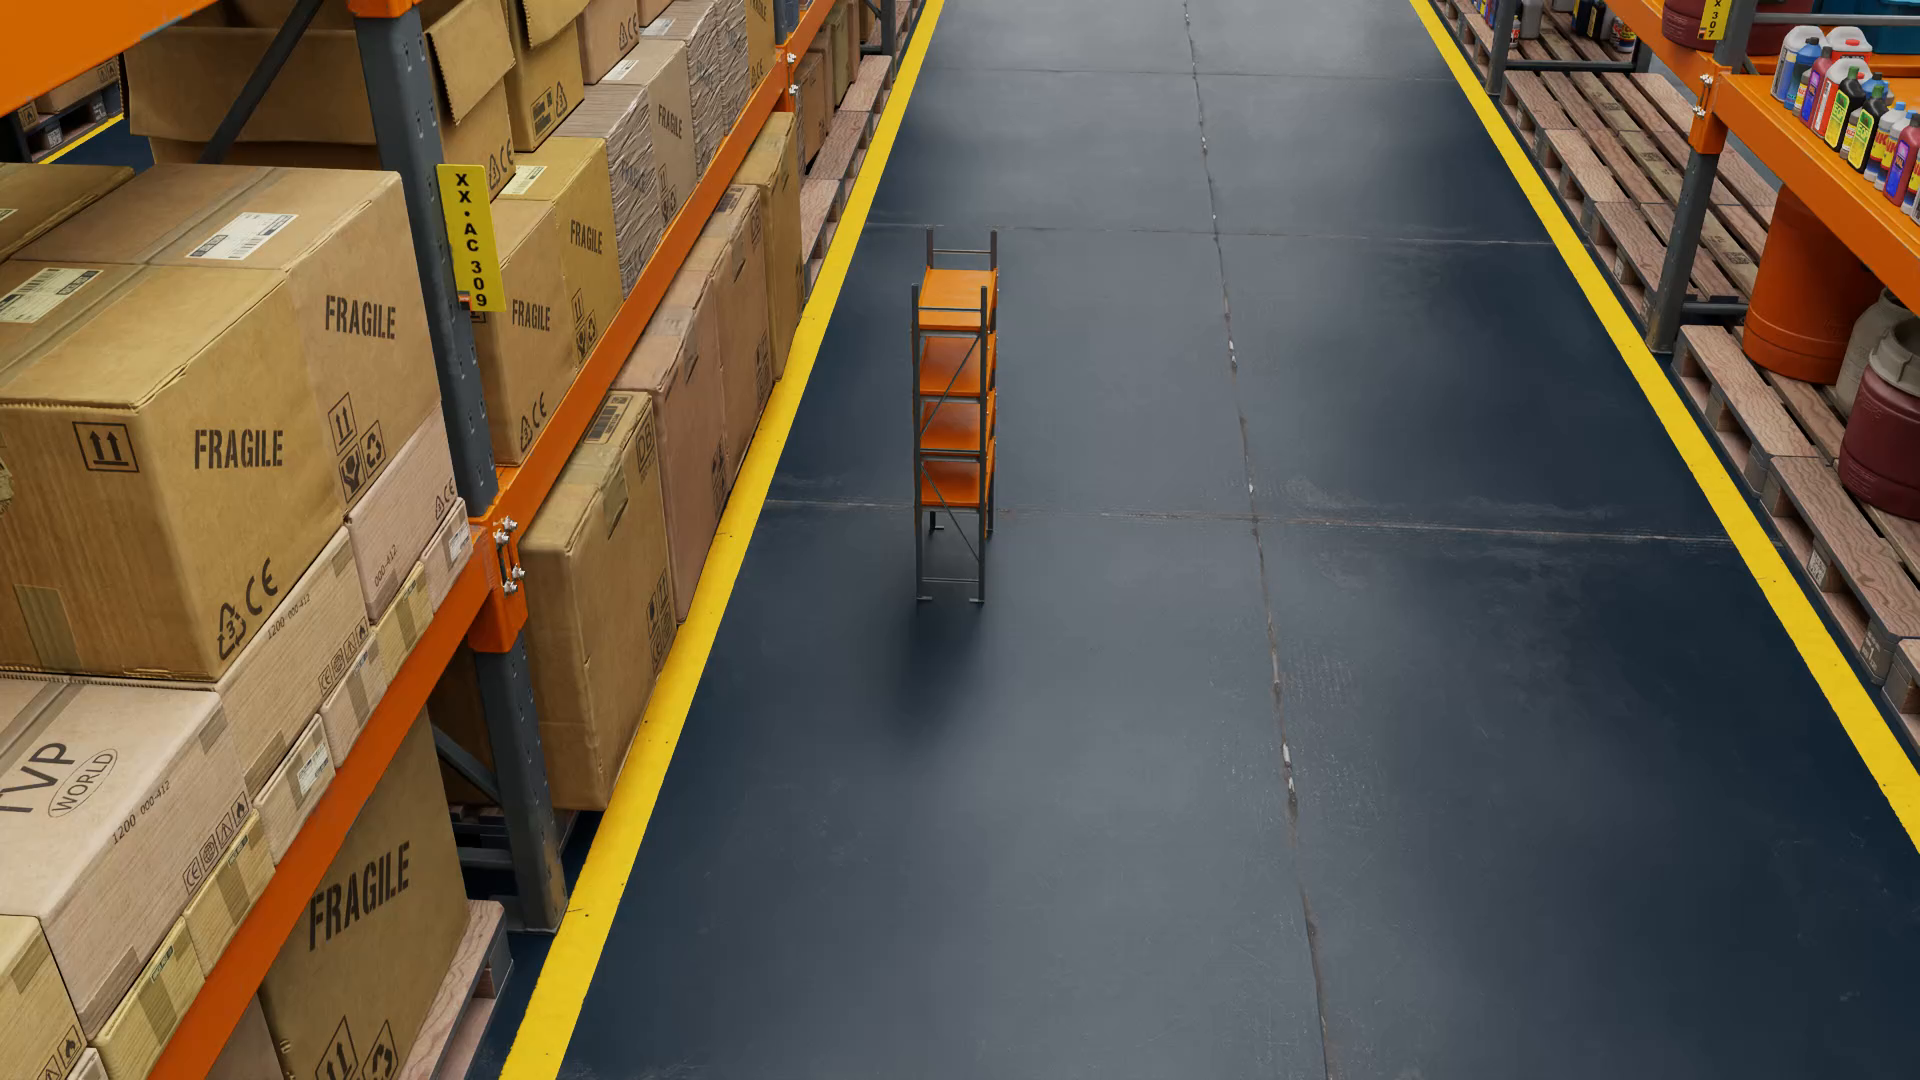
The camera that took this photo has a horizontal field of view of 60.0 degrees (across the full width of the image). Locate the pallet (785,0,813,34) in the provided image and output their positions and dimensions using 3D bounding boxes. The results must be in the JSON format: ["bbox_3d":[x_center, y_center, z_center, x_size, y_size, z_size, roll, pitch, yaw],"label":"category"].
[{"bbox_3d":[-1.309,-2.644,7.864,1.213,0.211,1.003,2,32,4],"label":"pallet"}]

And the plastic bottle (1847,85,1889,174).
[{"bbox_3d":[3.205,-1.444,5.845,0.061,0.283,0.133,2,32,4],"label":"plastic bottle"}]

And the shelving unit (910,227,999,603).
[{"bbox_3d":[-0.013,-0.424,5.795,0.258,1.200,0.503,2,32,4],"label":"shelving unit"}]

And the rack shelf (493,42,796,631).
[{"bbox_3d":[-1.424,-0.996,5.693,1.077,0.370,4.000,2,32,4],"label":"rack shelf"}]

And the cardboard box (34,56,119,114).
[{"bbox_3d":[-5.914,-3.093,10.154,1.050,0.750,0.750,2,32,4],"label":"cardboard box"}]

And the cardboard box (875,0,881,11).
[{"bbox_3d":[-0.824,-4.062,11.964,0.500,0.500,0.500,13,34,19],"label":"cardboard box"}]

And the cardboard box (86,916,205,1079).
[{"bbox_3d":[-1.389,0.696,2.502,0.380,0.149,0.250,2,32,3],"label":"cardboard box"}]

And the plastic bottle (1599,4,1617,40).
[{"bbox_3d":[4.463,-3.574,11.368,0.152,0.276,0.135,4,32,6],"label":"plastic bottle"}]

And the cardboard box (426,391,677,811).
[{"bbox_3d":[-1.555,0.133,4.799,1.225,0.875,0.875,3,32,4],"label":"cardboard box"}]

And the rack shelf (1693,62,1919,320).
[{"bbox_3d":[3.513,-0.785,5.350,1.077,0.370,4.000,2,32,4],"label":"rack shelf"}]

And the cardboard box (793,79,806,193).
[{"bbox_3d":[-1.194,-2.113,8.783,0.700,0.500,0.500,0,32,0],"label":"cardboard box"}]

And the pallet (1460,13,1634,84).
[{"bbox_3d":[4.097,-3.391,11.551,1.003,0.211,1.213,2,32,4],"label":"pallet"}]

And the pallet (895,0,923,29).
[{"bbox_3d":[-0.819,-4.245,12.937,1.003,0.211,1.213,2,32,4],"label":"pallet"}]

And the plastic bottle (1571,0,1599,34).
[{"bbox_3d":[4.337,-3.699,11.498,0.144,0.351,0.185,2,32,4],"label":"plastic bottle"}]

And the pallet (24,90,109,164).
[{"bbox_3d":[-5.955,-2.471,10.059,1.003,0.211,1.213,2,32,4],"label":"pallet"}]

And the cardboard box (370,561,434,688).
[{"bbox_3d":[-1.306,0.159,3.373,0.380,0.149,0.250,3,32,5],"label":"cardboard box"}]

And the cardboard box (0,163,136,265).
[{"bbox_3d":[-1.881,-0.399,3.183,0.500,0.500,0.500,2,32,4],"label":"cardboard box"}]

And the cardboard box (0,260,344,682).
[{"bbox_3d":[-1.403,-0.125,2.739,0.500,0.500,0.500,3,32,4],"label":"cardboard box"}]

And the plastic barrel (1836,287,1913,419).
[{"bbox_3d":[3.696,-0.701,6.499,0.421,0.512,0.421,0,32,0],"label":"plastic barrel"}]

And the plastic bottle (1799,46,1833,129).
[{"bbox_3d":[3.246,-1.705,6.268,0.061,0.283,0.133,2,32,4],"label":"plastic bottle"}]

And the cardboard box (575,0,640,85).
[{"bbox_3d":[-1.441,-1.745,5.171,0.797,0.503,0.637,3,32,6],"label":"cardboard box"}]

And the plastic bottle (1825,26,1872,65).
[{"bbox_3d":[3.470,-1.865,6.536,0.152,0.276,0.135,2,32,4],"label":"plastic bottle"}]

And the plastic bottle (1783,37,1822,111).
[{"bbox_3d":[3.281,-1.810,6.451,0.097,0.271,0.097,0,32,0],"label":"plastic bottle"}]

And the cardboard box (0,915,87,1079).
[{"bbox_3d":[-1.487,0.725,2.074,0.500,0.250,0.500,2,32,3],"label":"cardboard box"}]

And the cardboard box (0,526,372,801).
[{"bbox_3d":[-1.401,0.193,2.937,0.500,0.250,0.500,3,32,5],"label":"cardboard box"}]

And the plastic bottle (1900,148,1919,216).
[{"bbox_3d":[3.187,-1.206,5.471,0.097,0.271,0.097,0,32,0],"label":"plastic bottle"}]

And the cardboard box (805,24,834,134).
[{"bbox_3d":[-1.110,-2.702,9.738,0.700,0.500,0.500,0,32,0],"label":"cardboard box"}]

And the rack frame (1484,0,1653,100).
[{"bbox_3d":[4.001,-4.228,10.252,1.000,3.000,0.127,2,32,4],"label":"rack frame"}]

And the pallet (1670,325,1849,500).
[{"bbox_3d":[3.653,-0.536,6.918,1.003,0.211,1.213,2,32,4],"label":"pallet"}]

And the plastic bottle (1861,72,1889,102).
[{"bbox_3d":[3.304,-1.566,6.054,0.097,0.271,0.097,0,32,0],"label":"plastic bottle"}]

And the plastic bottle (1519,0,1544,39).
[{"bbox_3d":[3.910,-3.631,11.388,0.144,0.351,0.185,2,32,4],"label":"plastic bottle"}]

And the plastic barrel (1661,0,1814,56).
[{"bbox_3d":[3.411,-2.450,7.237,0.600,0.536,0.708,2,32,4],"label":"plastic barrel"}]

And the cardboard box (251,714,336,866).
[{"bbox_3d":[-1.348,0.427,2.938,0.380,0.149,0.250,3,32,5],"label":"cardboard box"}]

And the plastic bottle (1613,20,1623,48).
[{"bbox_3d":[4.472,-3.425,11.197,0.097,0.201,0.097,0,32,0],"label":"plastic bottle"}]

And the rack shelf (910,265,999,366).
[{"bbox_3d":[-0.013,-0.759,5.589,0.258,0.148,0.480,2,32,4],"label":"rack shelf"}]

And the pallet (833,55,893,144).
[{"bbox_3d":[-0.997,-2.846,10.666,1.003,0.211,1.213,2,32,4],"label":"pallet"}]

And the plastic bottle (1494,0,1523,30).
[{"bbox_3d":[3.766,-3.637,11.398,0.144,0.351,0.185,2,32,3],"label":"plastic bottle"}]

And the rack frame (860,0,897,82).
[{"bbox_3d":[-0.935,-4.440,10.596,1.000,3.000,0.127,2,32,4],"label":"rack frame"}]

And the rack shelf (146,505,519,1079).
[{"bbox_3d":[-1.750,1.095,2.299,1.077,0.370,4.000,2,32,4],"label":"rack shelf"}]

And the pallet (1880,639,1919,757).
[{"bbox_3d":[3.454,0.740,4.848,1.003,0.211,1.213,2,32,4],"label":"pallet"}]

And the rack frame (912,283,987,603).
[{"bbox_3d":[-0.033,-0.297,5.588,0.240,1.200,0.015,2,32,4],"label":"rack frame"}]

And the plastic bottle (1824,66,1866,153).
[{"bbox_3d":[3.224,-1.565,6.041,0.061,0.283,0.133,2,32,4],"label":"plastic bottle"}]

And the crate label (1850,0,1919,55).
[{"bbox_3d":[4.083,-2.270,7.234,0.303,0.233,0.416,2,32,4],"label":"crate label"}]

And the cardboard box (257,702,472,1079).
[{"bbox_3d":[-1.720,0.811,3.700,0.875,0.875,0.875,2,32,4],"label":"cardboard box"}]

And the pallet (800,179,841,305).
[{"bbox_3d":[-1.196,-1.570,8.596,1.003,0.211,1.213,2,32,4],"label":"pallet"}]

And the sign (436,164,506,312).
[{"bbox_3d":[-1.034,-0.636,3.523,0.100,0.325,0.005,2,32,4],"label":"sign"}]

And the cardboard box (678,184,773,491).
[{"bbox_3d":[-1.418,-0.797,6.309,1.225,0.875,0.875,3,32,4],"label":"cardboard box"}]

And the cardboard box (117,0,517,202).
[{"bbox_3d":[-1.543,-1.061,4.061,0.797,0.503,0.637,2,32,3],"label":"cardboard box"}]

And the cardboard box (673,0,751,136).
[{"bbox_3d":[-1.101,-1.862,6.317,0.500,0.500,0.500,2,32,4],"label":"cardboard box"}]

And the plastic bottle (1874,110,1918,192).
[{"bbox_3d":[3.206,-1.327,5.667,0.097,0.271,0.097,0,32,0],"label":"plastic bottle"}]

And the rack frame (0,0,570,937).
[{"bbox_3d":[-1.587,-0.257,3.808,1.000,3.000,0.127,2,32,4],"label":"rack frame"}]

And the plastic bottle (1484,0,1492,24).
[{"bbox_3d":[3.754,-3.796,11.720,0.061,0.283,0.133,5,32,7],"label":"plastic bottle"}]

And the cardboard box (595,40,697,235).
[{"bbox_3d":[-1.182,-1.324,5.444,0.500,0.500,0.500,3,32,5],"label":"cardboard box"}]

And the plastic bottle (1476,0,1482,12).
[{"bbox_3d":[3.825,-3.959,11.992,0.152,0.276,0.135,3,32,5],"label":"plastic bottle"}]

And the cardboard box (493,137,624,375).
[{"bbox_3d":[-1.260,-0.792,4.581,0.500,0.500,0.500,3,32,4],"label":"cardboard box"}]

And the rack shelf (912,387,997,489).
[{"bbox_3d":[-0.013,-0.367,5.830,0.258,0.148,0.480,2,32,4],"label":"rack shelf"}]

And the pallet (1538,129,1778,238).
[{"bbox_3d":[3.879,-1.989,9.277,1.003,0.211,1.213,2,32,4],"label":"pallet"}]

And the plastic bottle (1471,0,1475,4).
[{"bbox_3d":[3.816,-4.074,12.182,0.097,0.271,0.097,0,32,0],"label":"plastic bottle"}]

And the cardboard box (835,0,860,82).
[{"bbox_3d":[-1.007,-3.243,10.616,0.700,0.500,0.500,0,32,0],"label":"cardboard box"}]
